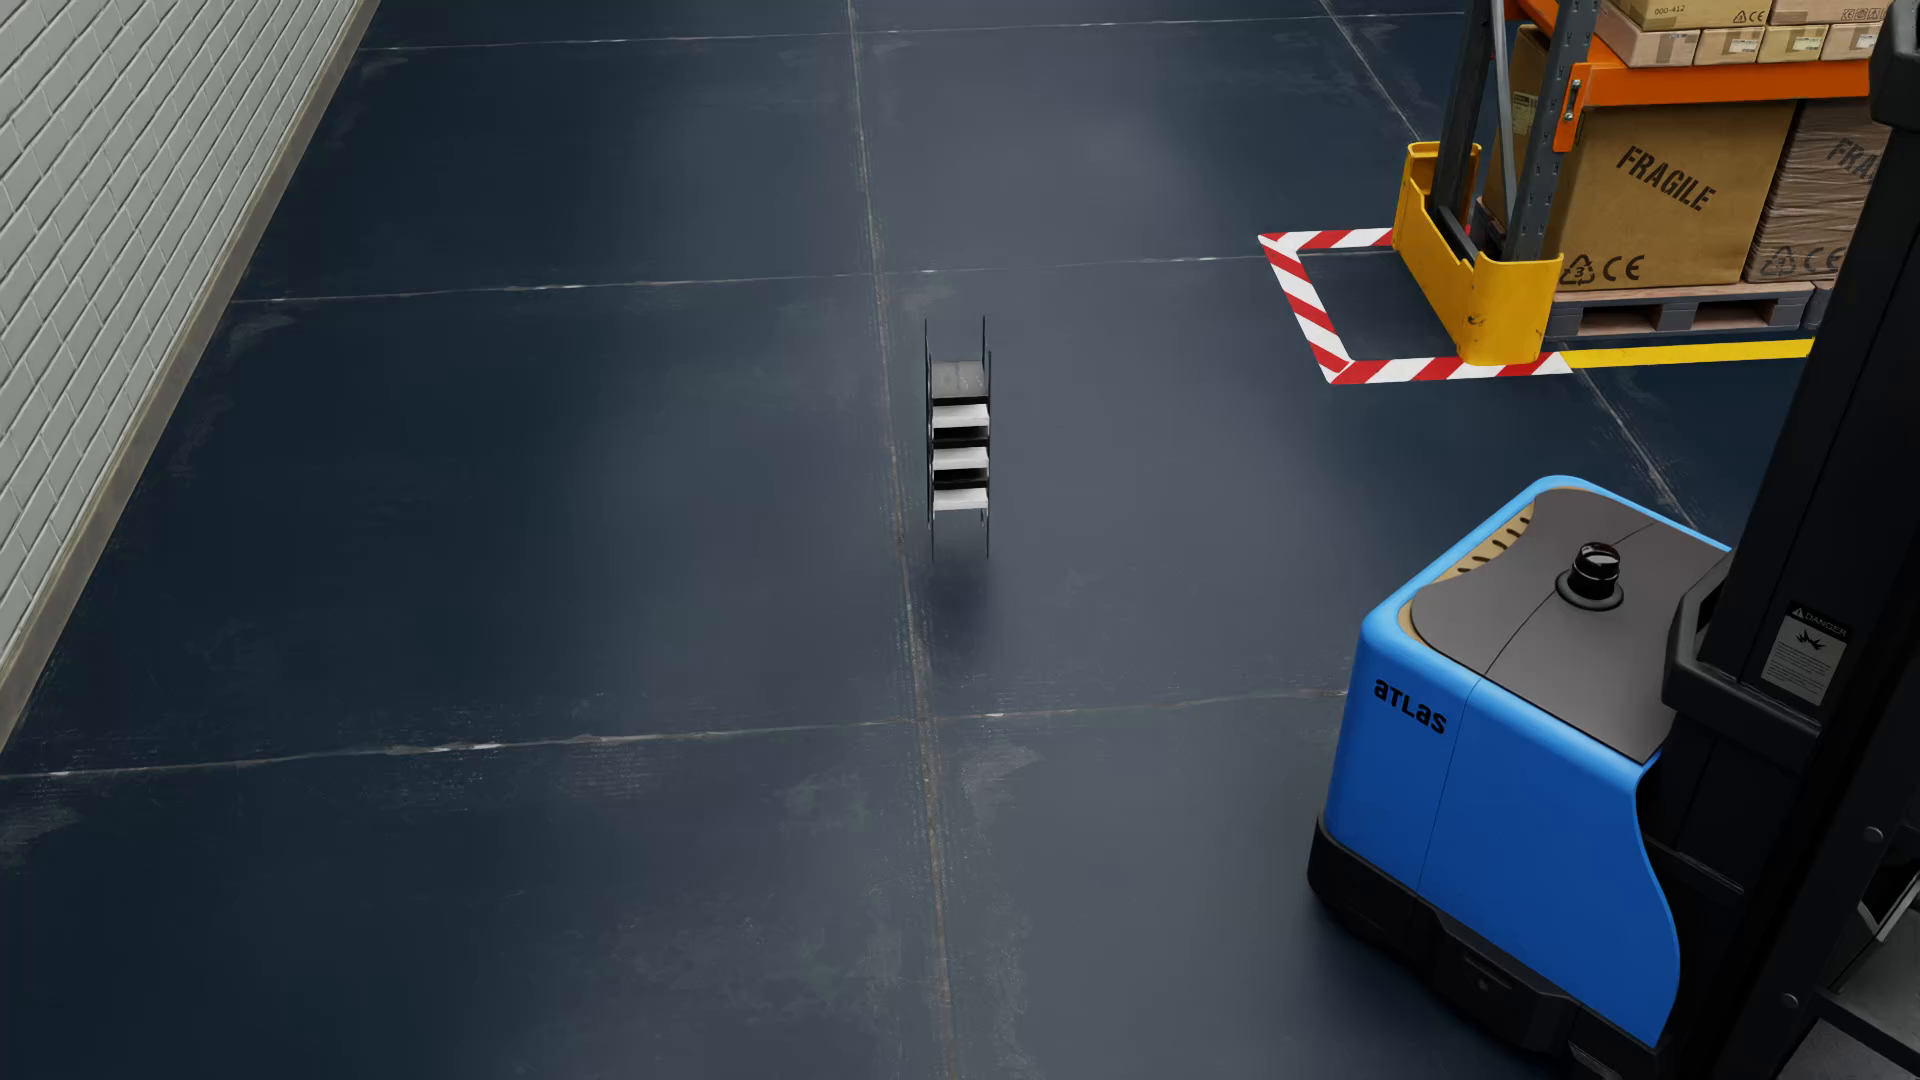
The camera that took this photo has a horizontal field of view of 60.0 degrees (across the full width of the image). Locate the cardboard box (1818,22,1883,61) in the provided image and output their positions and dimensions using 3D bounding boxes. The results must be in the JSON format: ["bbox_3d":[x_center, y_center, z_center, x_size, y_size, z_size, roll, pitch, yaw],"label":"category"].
[{"bbox_3d":[3.485,-2.060,6.642,0.250,0.149,0.380,-4,38,-5],"label":"cardboard box"}]

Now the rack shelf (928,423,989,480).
[{"bbox_3d":[-0.008,-0.327,5.991,0.200,0.077,0.258,-3,38,-4],"label":"rack shelf"}]

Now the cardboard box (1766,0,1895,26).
[{"bbox_3d":[3.352,-2.249,6.560,0.500,0.250,0.500,-4,38,-5],"label":"cardboard box"}]

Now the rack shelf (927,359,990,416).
[{"bbox_3d":[-0.008,-0.539,5.824,0.200,0.077,0.258,-3,38,-4],"label":"rack shelf"}]

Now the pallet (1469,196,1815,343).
[{"bbox_3d":[3.122,-1.296,7.722,1.213,0.211,1.003,-3,38,-4],"label":"pallet"}]

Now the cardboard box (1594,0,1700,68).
[{"bbox_3d":[2.715,-2.016,6.586,0.250,0.149,0.380,-3,38,-3],"label":"cardboard box"}]

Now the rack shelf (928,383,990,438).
[{"bbox_3d":[-0.008,-0.468,5.880,0.200,0.077,0.258,-3,38,-4],"label":"rack shelf"}]

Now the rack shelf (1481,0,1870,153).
[{"bbox_3d":[4.325,-2.126,7.104,4.000,0.370,1.077,-3,38,-4],"label":"rack shelf"}]

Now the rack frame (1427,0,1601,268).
[{"bbox_3d":[2.332,-2.299,6.742,0.127,3.000,1.000,-3,38,-4],"label":"rack frame"}]

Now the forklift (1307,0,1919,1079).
[{"bbox_3d":[2.409,0.341,3.452,1.130,2.935,3.031,-31,48,-33],"label":"forklift"}]

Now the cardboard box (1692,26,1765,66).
[{"bbox_3d":[2.971,-2.031,6.605,0.250,0.149,0.380,-4,38,-5],"label":"cardboard box"}]

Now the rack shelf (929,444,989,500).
[{"bbox_3d":[-0.008,-0.256,6.047,0.200,0.077,0.258,-3,38,-4],"label":"rack shelf"}]

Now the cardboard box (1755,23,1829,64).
[{"bbox_3d":[3.226,-2.045,6.623,0.250,0.149,0.380,-4,38,-5],"label":"cardboard box"}]

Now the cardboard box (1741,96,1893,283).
[{"bbox_3d":[3.869,-1.764,7.440,0.875,0.875,0.875,-3,38,-4],"label":"cardboard box"}]

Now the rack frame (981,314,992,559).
[{"bbox_3d":[0.093,-0.358,5.978,0.006,0.900,0.240,-3,38,-4],"label":"rack frame"}]

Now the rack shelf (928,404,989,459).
[{"bbox_3d":[-0.008,-0.397,5.936,0.200,0.077,0.258,-3,38,-4],"label":"rack shelf"}]

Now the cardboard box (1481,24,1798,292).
[{"bbox_3d":[2.963,-1.714,7.377,0.875,0.875,0.875,-3,38,-4],"label":"cardboard box"}]

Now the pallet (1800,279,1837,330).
[{"bbox_3d":[4.334,-1.361,7.805,1.213,0.211,1.003,-3,38,-4],"label":"pallet"}]

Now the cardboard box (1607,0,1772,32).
[{"bbox_3d":[2.835,-2.216,6.518,0.500,0.250,0.500,-4,38,-5],"label":"cardboard box"}]

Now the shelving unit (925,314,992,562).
[{"bbox_3d":[-0.008,-0.353,5.971,0.210,0.900,0.258,-3,38,-4],"label":"shelving unit"}]

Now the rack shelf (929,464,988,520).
[{"bbox_3d":[-0.008,-0.185,6.103,0.200,0.077,0.258,-3,38,-4],"label":"rack shelf"}]

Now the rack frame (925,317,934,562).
[{"bbox_3d":[-0.109,-0.347,5.964,0.006,0.900,0.240,-3,38,-4],"label":"rack frame"}]

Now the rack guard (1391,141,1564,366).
[{"bbox_3d":[2.309,-1.316,7.514,0.348,0.500,1.175,-3,38,-4],"label":"rack guard"}]
